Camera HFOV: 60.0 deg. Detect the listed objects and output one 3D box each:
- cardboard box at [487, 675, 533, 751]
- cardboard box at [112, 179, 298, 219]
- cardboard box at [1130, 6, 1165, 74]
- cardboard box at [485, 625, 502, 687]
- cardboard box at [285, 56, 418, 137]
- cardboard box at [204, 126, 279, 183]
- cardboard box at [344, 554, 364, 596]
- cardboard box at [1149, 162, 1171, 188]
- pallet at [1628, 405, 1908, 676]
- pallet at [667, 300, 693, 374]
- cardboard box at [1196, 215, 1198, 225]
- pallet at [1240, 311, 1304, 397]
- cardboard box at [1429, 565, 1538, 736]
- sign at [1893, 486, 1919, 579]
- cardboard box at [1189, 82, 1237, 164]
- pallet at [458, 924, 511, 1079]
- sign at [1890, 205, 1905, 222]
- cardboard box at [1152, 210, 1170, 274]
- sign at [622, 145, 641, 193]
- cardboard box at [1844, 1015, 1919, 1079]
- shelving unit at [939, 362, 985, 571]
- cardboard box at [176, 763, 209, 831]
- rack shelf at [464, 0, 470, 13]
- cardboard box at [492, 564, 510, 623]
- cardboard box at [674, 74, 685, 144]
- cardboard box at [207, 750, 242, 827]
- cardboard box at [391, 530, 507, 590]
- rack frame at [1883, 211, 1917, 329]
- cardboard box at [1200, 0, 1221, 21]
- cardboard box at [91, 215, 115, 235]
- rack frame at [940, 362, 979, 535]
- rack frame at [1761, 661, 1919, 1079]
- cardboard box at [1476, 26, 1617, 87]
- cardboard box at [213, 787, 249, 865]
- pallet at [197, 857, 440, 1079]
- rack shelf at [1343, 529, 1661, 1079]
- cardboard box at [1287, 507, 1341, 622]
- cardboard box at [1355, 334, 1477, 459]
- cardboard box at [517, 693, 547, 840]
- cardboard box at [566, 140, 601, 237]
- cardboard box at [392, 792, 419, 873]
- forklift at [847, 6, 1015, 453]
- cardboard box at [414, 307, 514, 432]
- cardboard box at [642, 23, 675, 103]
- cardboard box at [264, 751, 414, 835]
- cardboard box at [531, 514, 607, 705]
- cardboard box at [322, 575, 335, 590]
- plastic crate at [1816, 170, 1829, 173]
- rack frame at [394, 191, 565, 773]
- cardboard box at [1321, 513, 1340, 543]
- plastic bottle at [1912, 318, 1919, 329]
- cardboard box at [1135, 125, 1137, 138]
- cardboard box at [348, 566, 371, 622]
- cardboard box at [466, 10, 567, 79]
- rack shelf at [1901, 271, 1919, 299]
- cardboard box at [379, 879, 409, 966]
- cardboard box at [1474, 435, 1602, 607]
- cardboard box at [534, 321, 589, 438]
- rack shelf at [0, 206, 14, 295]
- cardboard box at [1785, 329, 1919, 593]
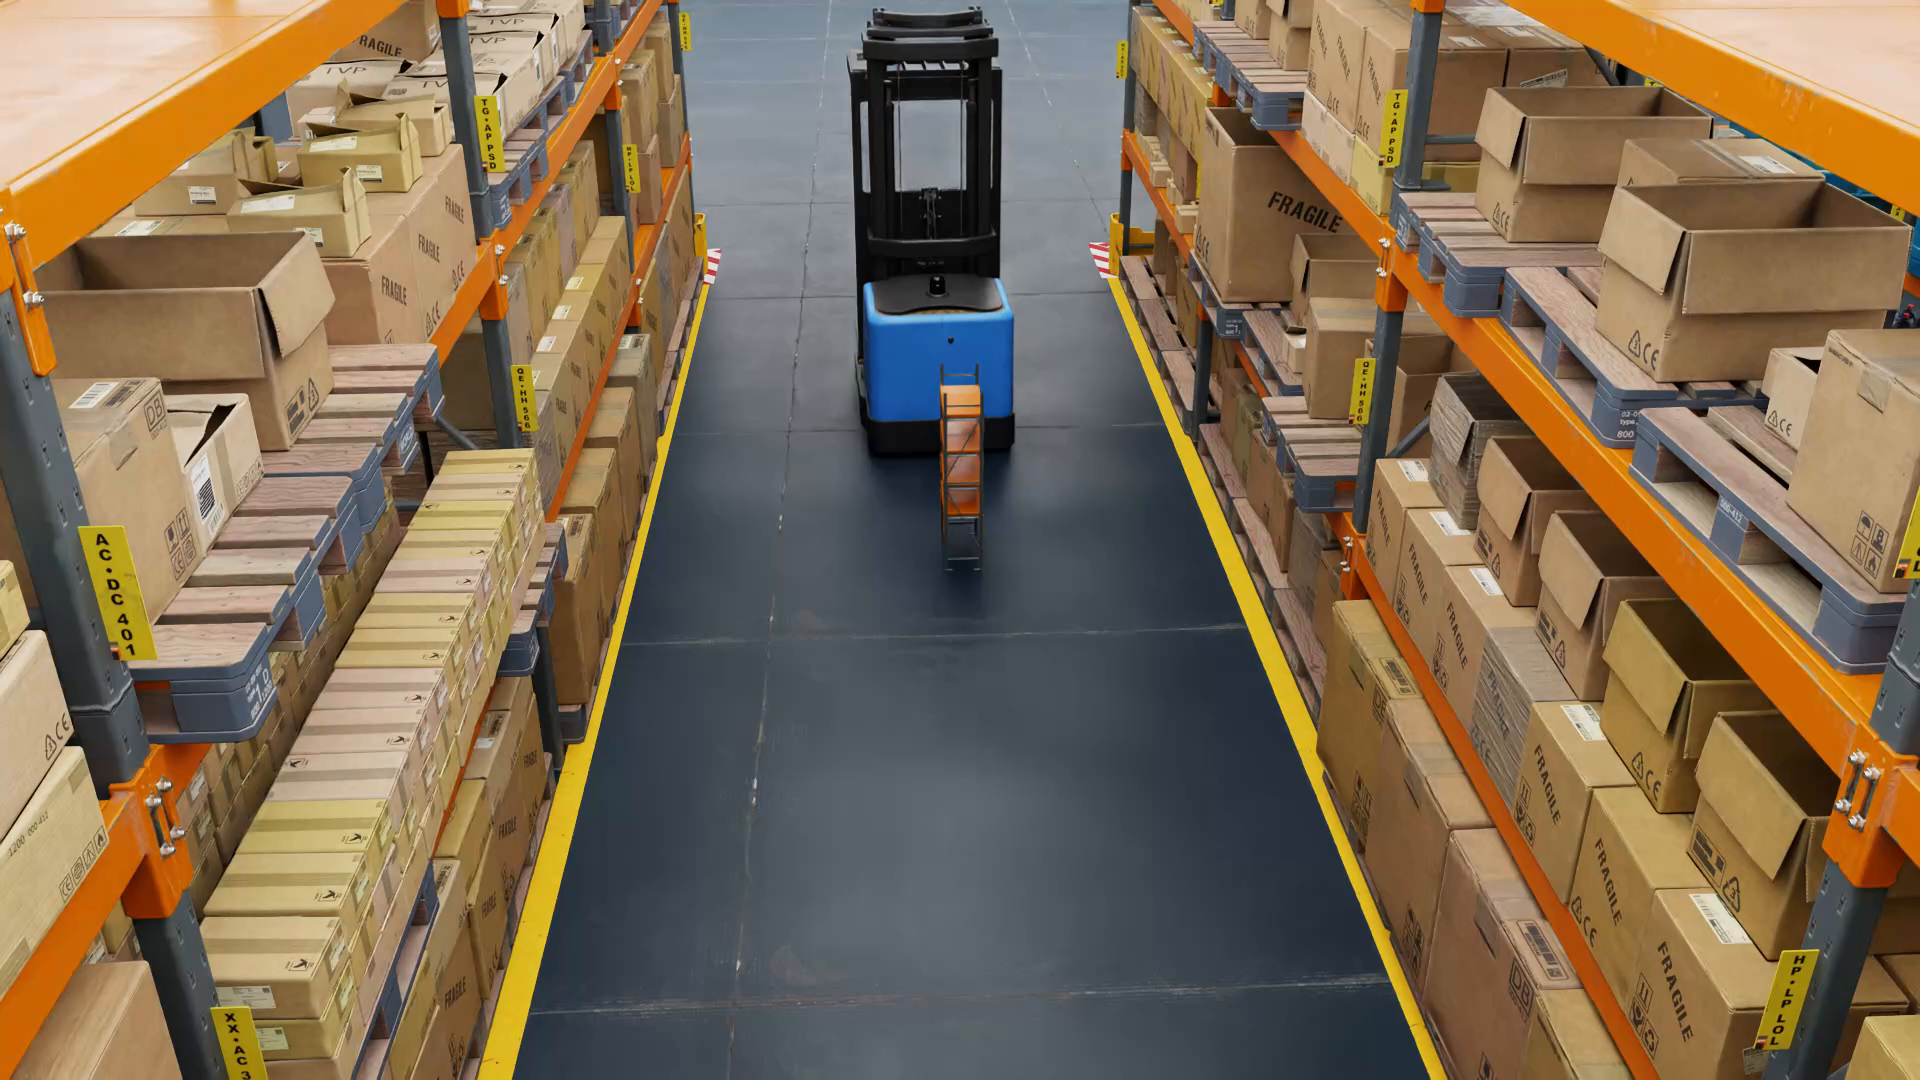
[{"bbox_3d":[-2.249,0.744,7.580,0.500,0.250,0.500,-2,28,-4],"label":"cardboard box"},{"bbox_3d":[-2.749,-1.028,6.189,0.500,0.500,0.500,-1,28,-3],"label":"cardboard box"},{"bbox_3d":[1.751,-4.282,14.267,0.500,0.500,0.500,-1,28,-3],"label":"cardboard box"},{"bbox_3d":[-2.011,0.460,6.505,0.380,0.149,0.250,-3,28,-5],"label":"cardboard box"},{"bbox_3d":[-2.900,-2.152,7.984,0.500,0.311,0.500,-1,28,-3],"label":"cardboard box"},{"bbox_3d":[-2.773,-1.437,6.145,0.396,0.266,0.258,-1,28,-3],"label":"cardboard box"},{"bbox_3d":[-2.688,0.115,6.845,0.380,0.149,0.250,-2,28,-4],"label":"cardboard box"},{"bbox_3d":[1.753,-2.979,13.552,0.380,0.149,0.250,-1,28,-3],"label":"cardboard box"},{"bbox_3d":[2.524,-0.048,4.624,0.805,0.209,1.217,-2,28,-5],"label":"pallet"},{"bbox_3d":[-2.783,-1.684,13.812,1.003,0.211,1.213,-1,28,-3],"label":"pallet"},{"bbox_3d":[1.942,-2.289,12.229,0.380,0.149,0.250,-1,28,-3],"label":"cardboard box"},{"bbox_3d":[2.268,-1.056,9.801,1.003,0.211,1.213,-1,28,-3],"label":"pallet"},{"bbox_3d":[2.225,0.433,6.630,0.500,0.500,0.500,-2,28,-4],"label":"cardboard box"},{"bbox_3d":[2.080,-0.062,3.544,0.100,0.325,0.005,-1,28,-3],"label":"sign"},{"bbox_3d":[1.905,-2.896,11.610,0.500,0.500,0.500,-1,28,-3],"label":"cardboard box"},{"bbox_3d":[-2.446,2.004,6.741,1.003,0.211,1.213,-1,28,-3],"label":"pallet"},{"bbox_3d":[6.600,-2.310,11.697,0.100,0.325,0.005,-1,28,-3],"label":"sign"},{"bbox_3d":[2.010,-2.712,15.017,0.500,0.500,0.500,4,28,7],"label":"cardboard box"},{"bbox_3d":[-2.214,-2.498,11.192,0.100,0.325,0.005,-1,28,-3],"label":"sign"},{"bbox_3d":[2.391,1.449,3.821,0.500,0.500,0.500,-1,28,-3],"label":"cardboard box"},{"bbox_3d":[0.009,-0.456,10.388,0.258,1.200,0.503,-1,28,-3],"label":"shelving unit"},{"bbox_3d":[-2.594,0.808,5.193,0.380,0.149,0.250,-1,28,-3],"label":"cardboard box"},{"bbox_3d":[-2.651,-3.242,8.508,1.077,0.370,4.000,-1,28,-3],"label":"rack shelf"},{"bbox_3d":[-2.021,0.216,6.651,0.380,0.149,0.250,-1,28,-3],"label":"cardboard box"},{"bbox_3d":[-2.899,-3.746,14.588,0.875,0.550,0.550,-1,28,-3],"label":"cardboard box"},{"bbox_3d":[-2.611,0.824,5.485,0.380,0.149,0.250,-3,28,-5],"label":"cardboard box"},{"bbox_3d":[-2.021,0.082,6.586,0.380,0.149,0.250,-1,28,-1],"label":"cardboard box"},{"bbox_3d":[7.150,-2.195,11.777,1.000,3.000,0.127,-1,28,-3],"label":"rack frame"},{"bbox_3d":[1.919,-3.543,11.280,0.500,0.250,0.500,0,28,-1],"label":"cardboard box"},{"bbox_3d":[-7.600,-2.619,14.299,0.500,0.500,0.500,-1,28,-2],"label":"cardboard box"},{"bbox_3d":[-0.004,-0.568,10.604,0.240,1.200,0.015,-1,28,-3],"label":"rack frame"},{"bbox_3d":[2.621,1.619,4.464,1.000,3.000,0.127,-1,28,-3],"label":"rack frame"},{"bbox_3d":[2.645,-2.047,7.602,0.500,0.500,0.500,-1,28,-2],"label":"cardboard box"},{"bbox_3d":[-2.614,0.960,5.546,0.380,0.149,0.250,-3,28,-5],"label":"cardboard box"},{"bbox_3d":[-2.232,1.421,5.052,1.003,0.211,1.213,-1,28,-3],"label":"pallet"},{"bbox_3d":[2.517,1.014,6.401,1.077,0.370,4.000,-1,28,-3],"label":"rack shelf"},{"bbox_3d":[2.316,0.120,9.565,0.700,0.500,0.500,-4,28,-7],"label":"cardboard box"},{"bbox_3d":[2.344,-0.707,8.362,0.500,0.500,0.500,-5,28,-9],"label":"cardboard box"},{"bbox_3d":[-2.251,1.065,7.776,0.500,0.500,0.500,-2,28,-3],"label":"cardboard box"},{"bbox_3d":[-2.723,-2.261,10.714,0.700,0.500,0.500,-2,28,-4],"label":"cardboard box"},{"bbox_3d":[-1.942,0.934,5.274,0.380,0.149,0.250,-3,28,-5],"label":"cardboard box"},{"bbox_3d":[-0.266,-2.573,12.576,1.130,2.935,3.031,-3,28,-5],"label":"forklift"},{"bbox_3d":[-2.560,-0.850,8.009,0.700,0.500,0.500,-2,28,-3],"label":"cardboard box"},{"bbox_3d":[-2.862,-3.971,13.852,0.875,0.550,0.550,-1,28,-3],"label":"cardboard box"},{"bbox_3d":[-1.941,0.798,5.212,0.380,0.149,0.250,-2,28,-3],"label":"cardboard box"},{"bbox_3d":[-2.488,0.373,8.832,1.050,0.750,0.750,-2,28,-3],"label":"cardboard box"},{"bbox_3d":[-2.677,0.084,6.581,0.380,0.149,0.250,-3,28,-5],"label":"cardboard box"},{"bbox_3d":[6.812,-2.822,13.264,0.530,0.136,0.437,-1,28,-3],"label":"plastic crate"},{"bbox_3d":[-2.546,-0.155,7.866,1.000,3.000,0.127,-1,28,-3],"label":"rack frame"},{"bbox_3d":[2.309,-0.201,9.370,0.500,0.250,0.500,2,28,3],"label":"cardboard box"},{"bbox_3d":[7.522,-1.598,13.022,0.144,0.351,0.185,-1,28,-1],"label":"plastic bottle"},{"bbox_3d":[1.771,-3.674,14.884,0.380,0.149,0.250,-1,28,-3],"label":"cardboard box"},{"bbox_3d":[-2.696,0.230,6.945,0.380,0.149,0.250,0,28,0],"label":"cardboard box"},{"bbox_3d":[-2.444,-2.719,9.072,0.500,0.311,0.500,-2,28,-5],"label":"cardboard box"},{"bbox_3d":[7.254,-0.952,10.173,1.077,0.370,4.000,-1,28,-3],"label":"rack shelf"},{"bbox_3d":[-1.928,1.181,5.122,0.380,0.149,0.250,-1,28,-2],"label":"cardboard box"},{"bbox_3d":[2.466,-0.078,6.526,0.797,0.503,0.637,-1,28,-1],"label":"cardboard box"},{"bbox_3d":[-2.355,-0.881,9.149,0.500,0.500,0.500,-1,28,-3],"label":"cardboard box"},{"bbox_3d":[-2.233,0.276,1.333,1.077,0.370,4.000,-1,28,-3],"label":"rack shelf"},{"bbox_3d":[2.581,-0.209,4.163,0.700,0.500,0.500,-1,28,-1],"label":"cardboard box"}]
